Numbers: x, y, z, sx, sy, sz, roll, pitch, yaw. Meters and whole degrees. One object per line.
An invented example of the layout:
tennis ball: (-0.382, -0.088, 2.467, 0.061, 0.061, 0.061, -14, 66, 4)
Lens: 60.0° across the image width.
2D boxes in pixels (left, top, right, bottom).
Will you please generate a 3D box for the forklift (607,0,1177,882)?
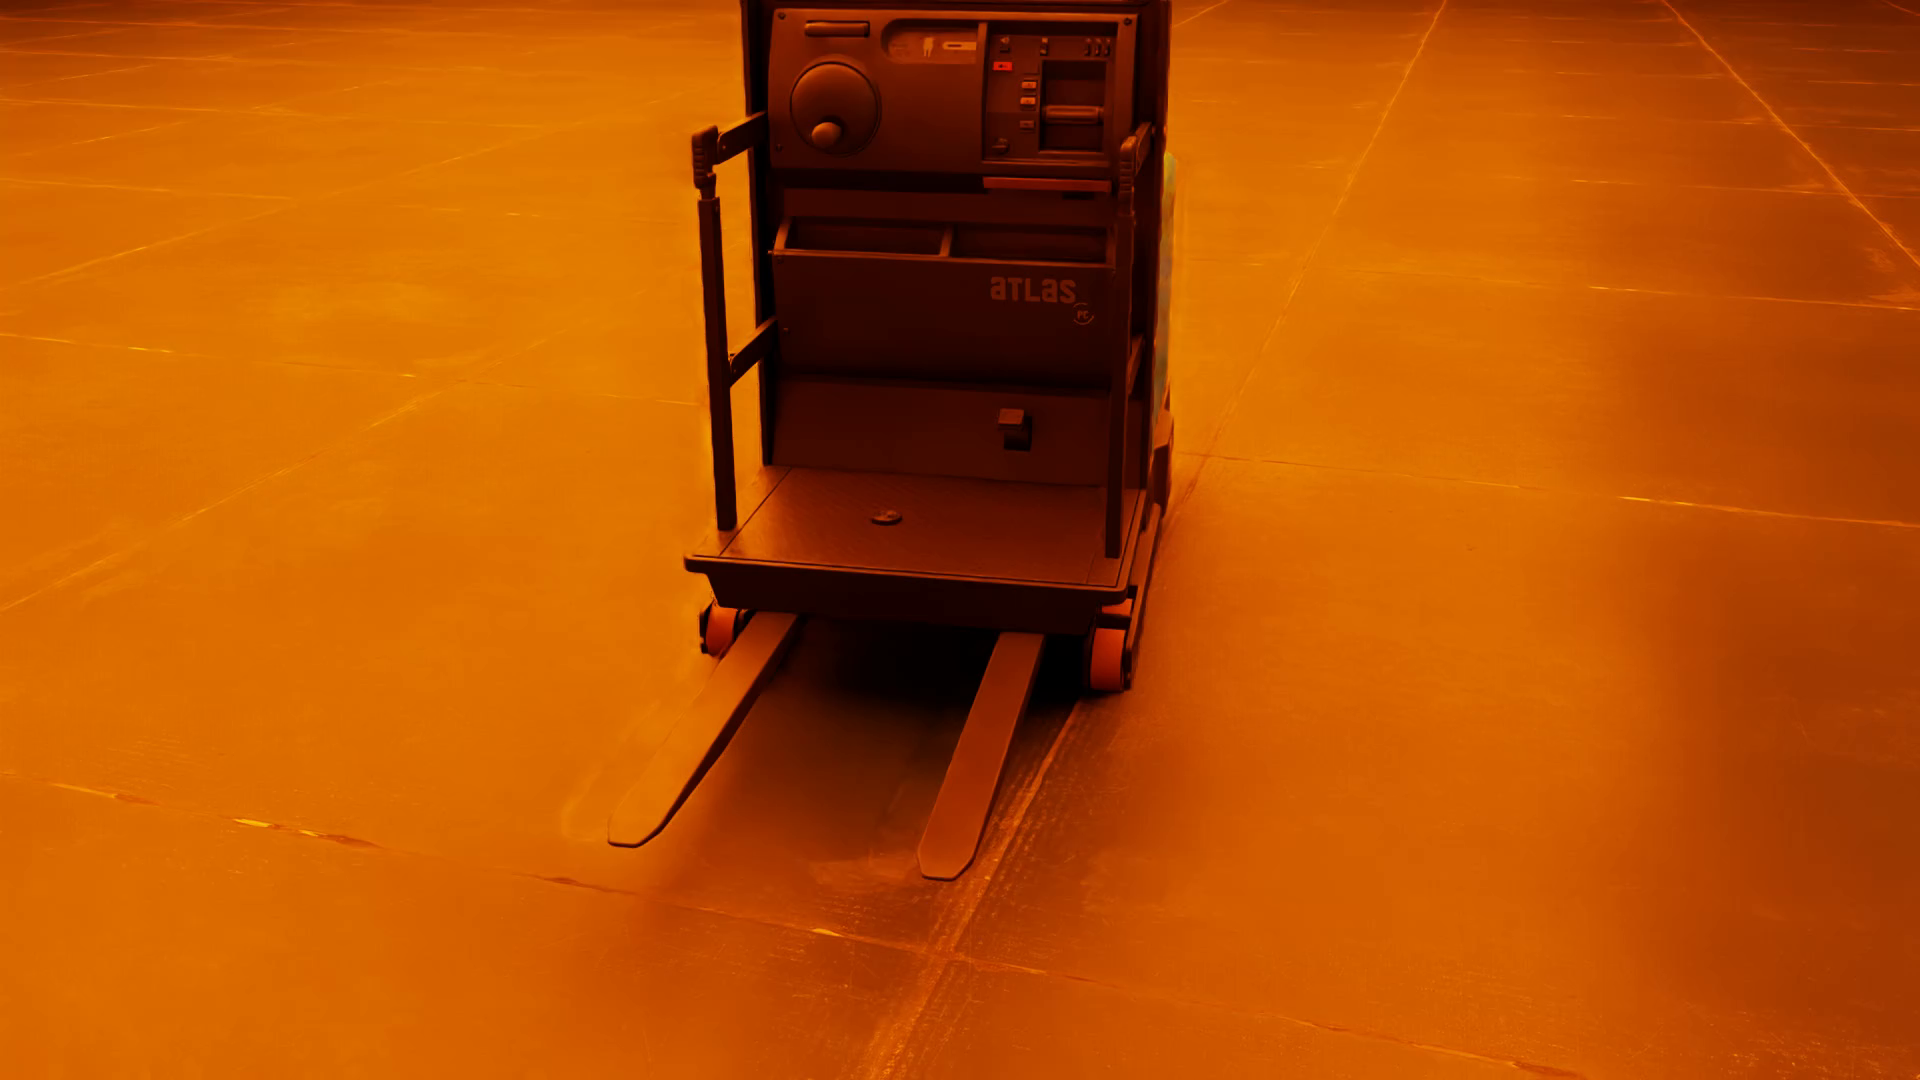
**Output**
forklift: (-0.063, -1.120, 3.992, 1.130, 2.935, 3.031, 4, 23, 10)
